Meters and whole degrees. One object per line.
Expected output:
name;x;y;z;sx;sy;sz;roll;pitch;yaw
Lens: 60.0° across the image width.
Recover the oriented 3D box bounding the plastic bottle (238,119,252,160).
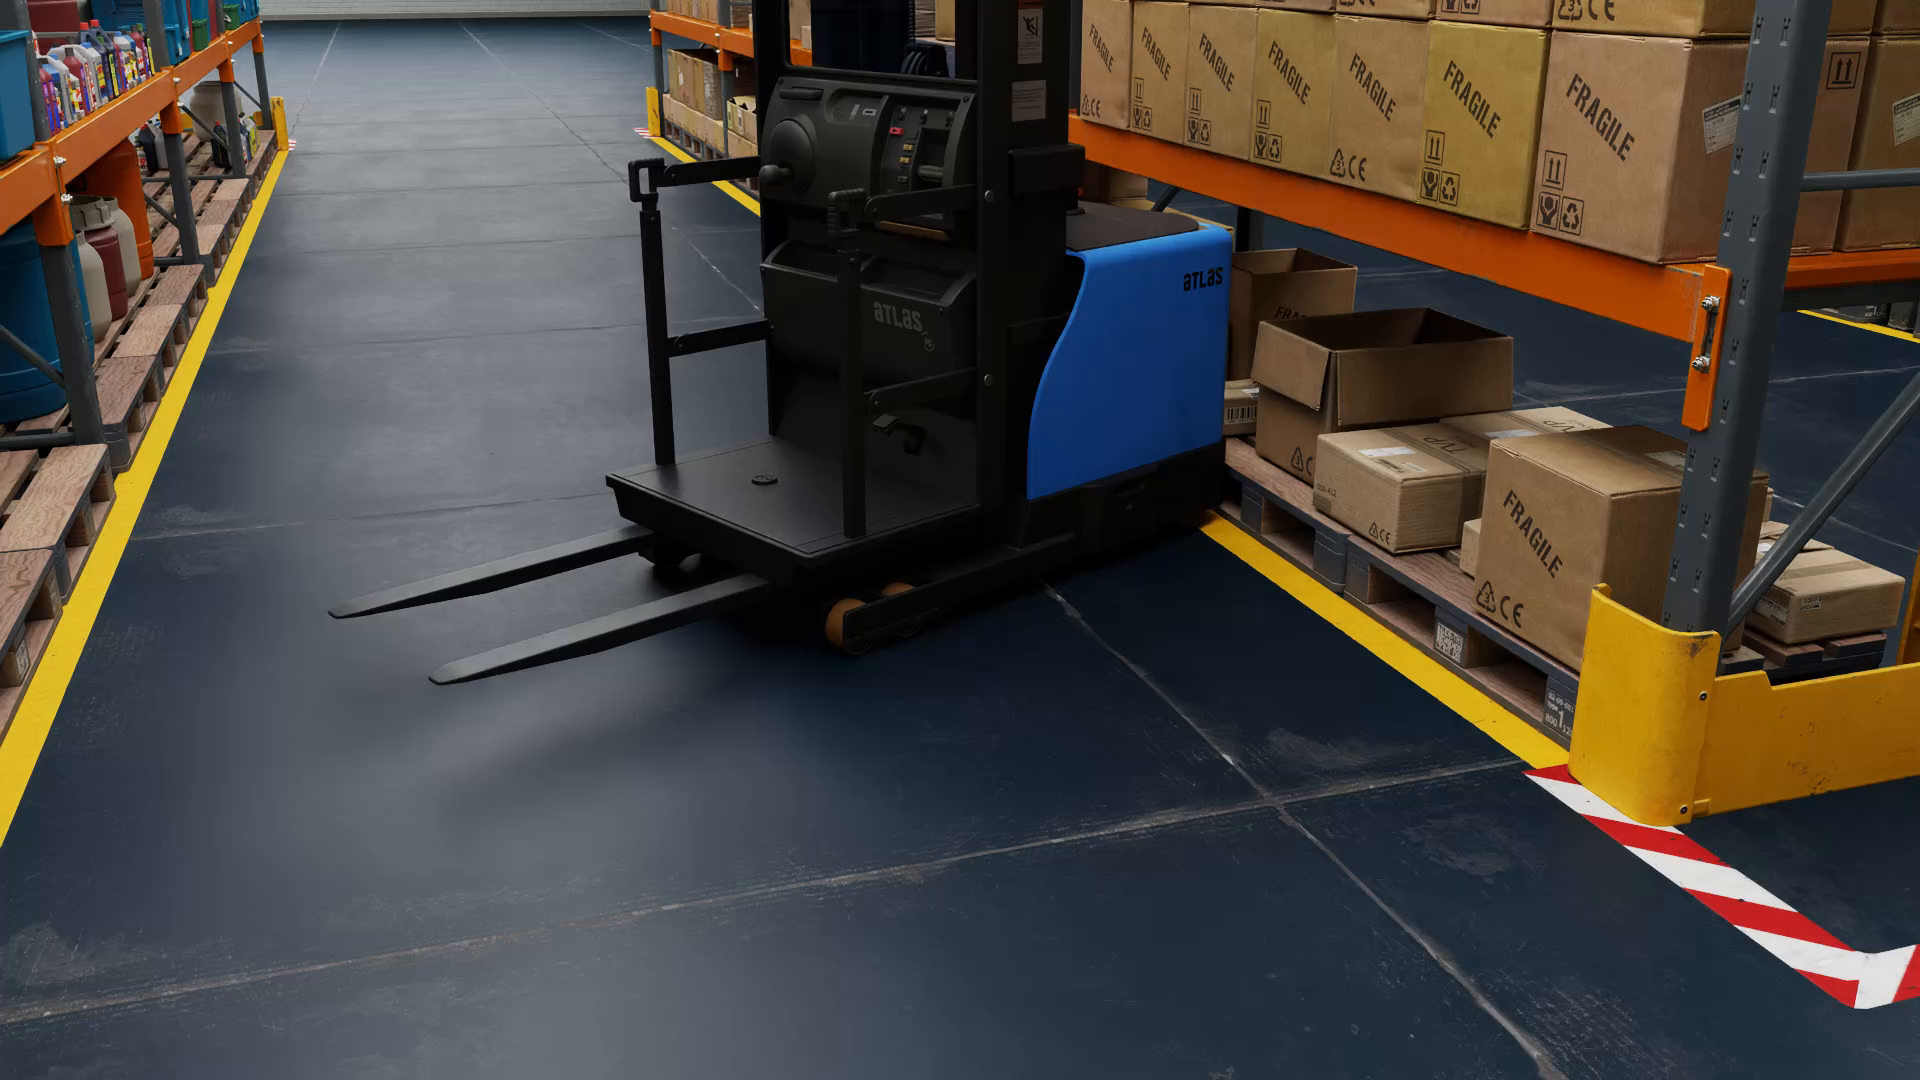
plastic bottle;-6.224;-3.459;14.376;0.144;0.351;0.185;-7;21;-19

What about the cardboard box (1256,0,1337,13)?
cardboard box;1.281;-1.933;5.233;0.500;0.500;0.500;-6;21;-16

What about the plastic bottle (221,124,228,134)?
plastic bottle;-6.491;-3.536;14.703;0.152;0.276;0.135;-6;21;-17

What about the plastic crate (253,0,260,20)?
plastic crate;-7.121;-5.219;16.231;0.499;0.251;0.616;-6;21;-17

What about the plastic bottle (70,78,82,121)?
plastic bottle;-3.731;-1.852;6.928;0.097;0.201;0.097;0;20;0

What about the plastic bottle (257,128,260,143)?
plastic bottle;-6.569;-3.766;15.452;0.097;0.201;0.097;0;20;0

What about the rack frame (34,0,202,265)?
rack frame;-5.048;-2.851;9.417;1.000;3.000;0.127;-6;21;-17

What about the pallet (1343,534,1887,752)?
pallet;1.895;0.223;4.982;1.003;0.211;1.213;-6;21;-17

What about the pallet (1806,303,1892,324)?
pallet;5.300;-1.547;9.912;1.003;0.211;1.213;-6;21;-17

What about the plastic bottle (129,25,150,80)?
plastic bottle;-4.443;-2.638;8.995;0.061;0.283;0.133;-6;21;-17

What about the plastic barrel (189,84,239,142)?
plastic barrel;-7.126;-4.081;15.901;0.421;0.512;0.421;0;20;0

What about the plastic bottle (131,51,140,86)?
plastic bottle;-4.333;-2.466;8.640;0.097;0.201;0.097;0;20;0

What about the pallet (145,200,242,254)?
pallet;-5.634;-2.182;11.680;1.003;0.211;1.213;-6;21;-17

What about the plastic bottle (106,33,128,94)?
plastic bottle;-4.157;-2.345;8.180;0.061;0.283;0.133;-6;21;-17

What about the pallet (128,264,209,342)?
pallet;-4.761;-1.290;9.196;1.003;0.211;1.213;-6;21;-17

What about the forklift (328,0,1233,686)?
forklift;-0.454;-1.235;5.020;3.031;2.935;1.130;-18;26;-40

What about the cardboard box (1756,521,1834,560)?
cardboard box;2.286;0.066;4.835;0.380;0.166;0.250;-6;21;-17

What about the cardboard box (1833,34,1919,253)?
cardboard box;2.281;-1.026;4.189;0.500;0.500;0.500;-6;21;-16

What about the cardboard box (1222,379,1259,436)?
cardboard box;1.121;-0.532;6.501;0.380;0.166;0.250;-6;21;-17

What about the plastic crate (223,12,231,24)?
plastic crate;-6.349;-4.287;13.506;0.767;0.338;0.504;-6;21;-17

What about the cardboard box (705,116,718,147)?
cardboard box;-2.103;-3.850;15.645;0.500;0.250;0.500;-6;21;-17

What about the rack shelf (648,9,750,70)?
rack shelf;-2.230;-4.963;16.361;1.077;0.370;4.000;-6;21;-17

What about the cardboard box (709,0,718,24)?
cardboard box;-1.919;-5.017;15.299;0.700;0.500;0.500;-7;21;-18

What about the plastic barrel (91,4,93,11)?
plastic barrel;-5.706;-3.346;10.630;0.421;0.512;0.421;0;20;0

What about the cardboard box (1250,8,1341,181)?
cardboard box;1.295;-1.459;5.394;0.500;0.500;0.500;-7;21;-18

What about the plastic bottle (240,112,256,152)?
plastic bottle;-6.416;-3.655;14.922;0.144;0.351;0.185;-6;20;-15

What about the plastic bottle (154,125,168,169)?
plastic bottle;-6.644;-3.286;13.897;0.144;0.351;0.185;-6;21;-17

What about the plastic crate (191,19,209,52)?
plastic crate;-5.490;-3.506;11.554;0.450;0.188;0.662;-6;21;-17

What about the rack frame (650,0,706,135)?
rack frame;-2.859;-5.943;18.026;1.000;3.000;0.127;-6;21;-17

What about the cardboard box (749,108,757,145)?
cardboard box;-1.392;-3.341;13.398;0.500;0.311;0.500;-7;21;-19

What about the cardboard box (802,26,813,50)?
cardboard box;-0.889;-3.517;11.643;0.380;0.149;0.250;-6;21;-17

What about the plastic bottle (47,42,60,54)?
plastic bottle;-4.147;-2.155;7.668;0.097;0.271;0.097;0;20;0

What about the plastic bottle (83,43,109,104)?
plastic bottle;-3.980;-2.139;7.624;0.097;0.271;0.097;0;20;0

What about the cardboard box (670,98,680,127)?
cardboard box;-2.741;-4.491;17.429;0.500;0.250;0.500;-6;21;-17

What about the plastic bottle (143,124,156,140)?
plastic bottle;-6.842;-3.333;14.025;0.144;0.351;0.185;-7;21;-20

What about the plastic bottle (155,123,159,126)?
plastic bottle;-7.149;-3.584;14.843;0.097;0.271;0.097;0;20;0

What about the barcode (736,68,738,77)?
barcode;-1.917;-4.016;14.287;0.001;0.075;0.075;-6;21;-17

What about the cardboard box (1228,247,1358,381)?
cardboard box;1.361;-0.970;7.228;0.500;0.500;0.500;-6;21;-17

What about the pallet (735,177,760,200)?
pallet;-1.333;-3.115;14.277;1.003;0.211;1.213;-6;21;-17

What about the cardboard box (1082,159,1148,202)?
cardboard box;0.678;-1.978;8.924;0.500;0.250;0.500;-6;21;-17

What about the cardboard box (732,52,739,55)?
cardboard box;-2.080;-4.740;17.013;0.500;0.500;0.500;-6;21;-17

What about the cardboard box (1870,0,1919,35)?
cardboard box;2.281;-1.497;4.020;0.500;0.500;0.500;-6;21;-16

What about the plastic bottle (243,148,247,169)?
plastic bottle;-6.021;-3.206;13.894;0.097;0.201;0.097;0;20;0

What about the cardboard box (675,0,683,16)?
cardboard box;-2.555;-5.671;17.121;0.700;0.500;0.500;-6;21;-16

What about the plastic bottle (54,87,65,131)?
plastic bottle;-3.597;-1.715;6.547;0.097;0.201;0.097;0;20;0

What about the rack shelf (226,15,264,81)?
rack shelf;-6.934;-4.438;14.899;1.077;0.370;4.000;-6;21;-17

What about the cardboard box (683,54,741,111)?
cardboard box;-2.433;-4.523;16.407;0.500;0.500;0.500;-6;21;-17

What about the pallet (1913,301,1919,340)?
pallet;5.779;-1.055;8.542;1.003;0.211;1.213;-6;21;-17

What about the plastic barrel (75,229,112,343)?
plastic barrel;-4.261;-1.189;7.847;0.421;0.512;0.421;0;20;0
